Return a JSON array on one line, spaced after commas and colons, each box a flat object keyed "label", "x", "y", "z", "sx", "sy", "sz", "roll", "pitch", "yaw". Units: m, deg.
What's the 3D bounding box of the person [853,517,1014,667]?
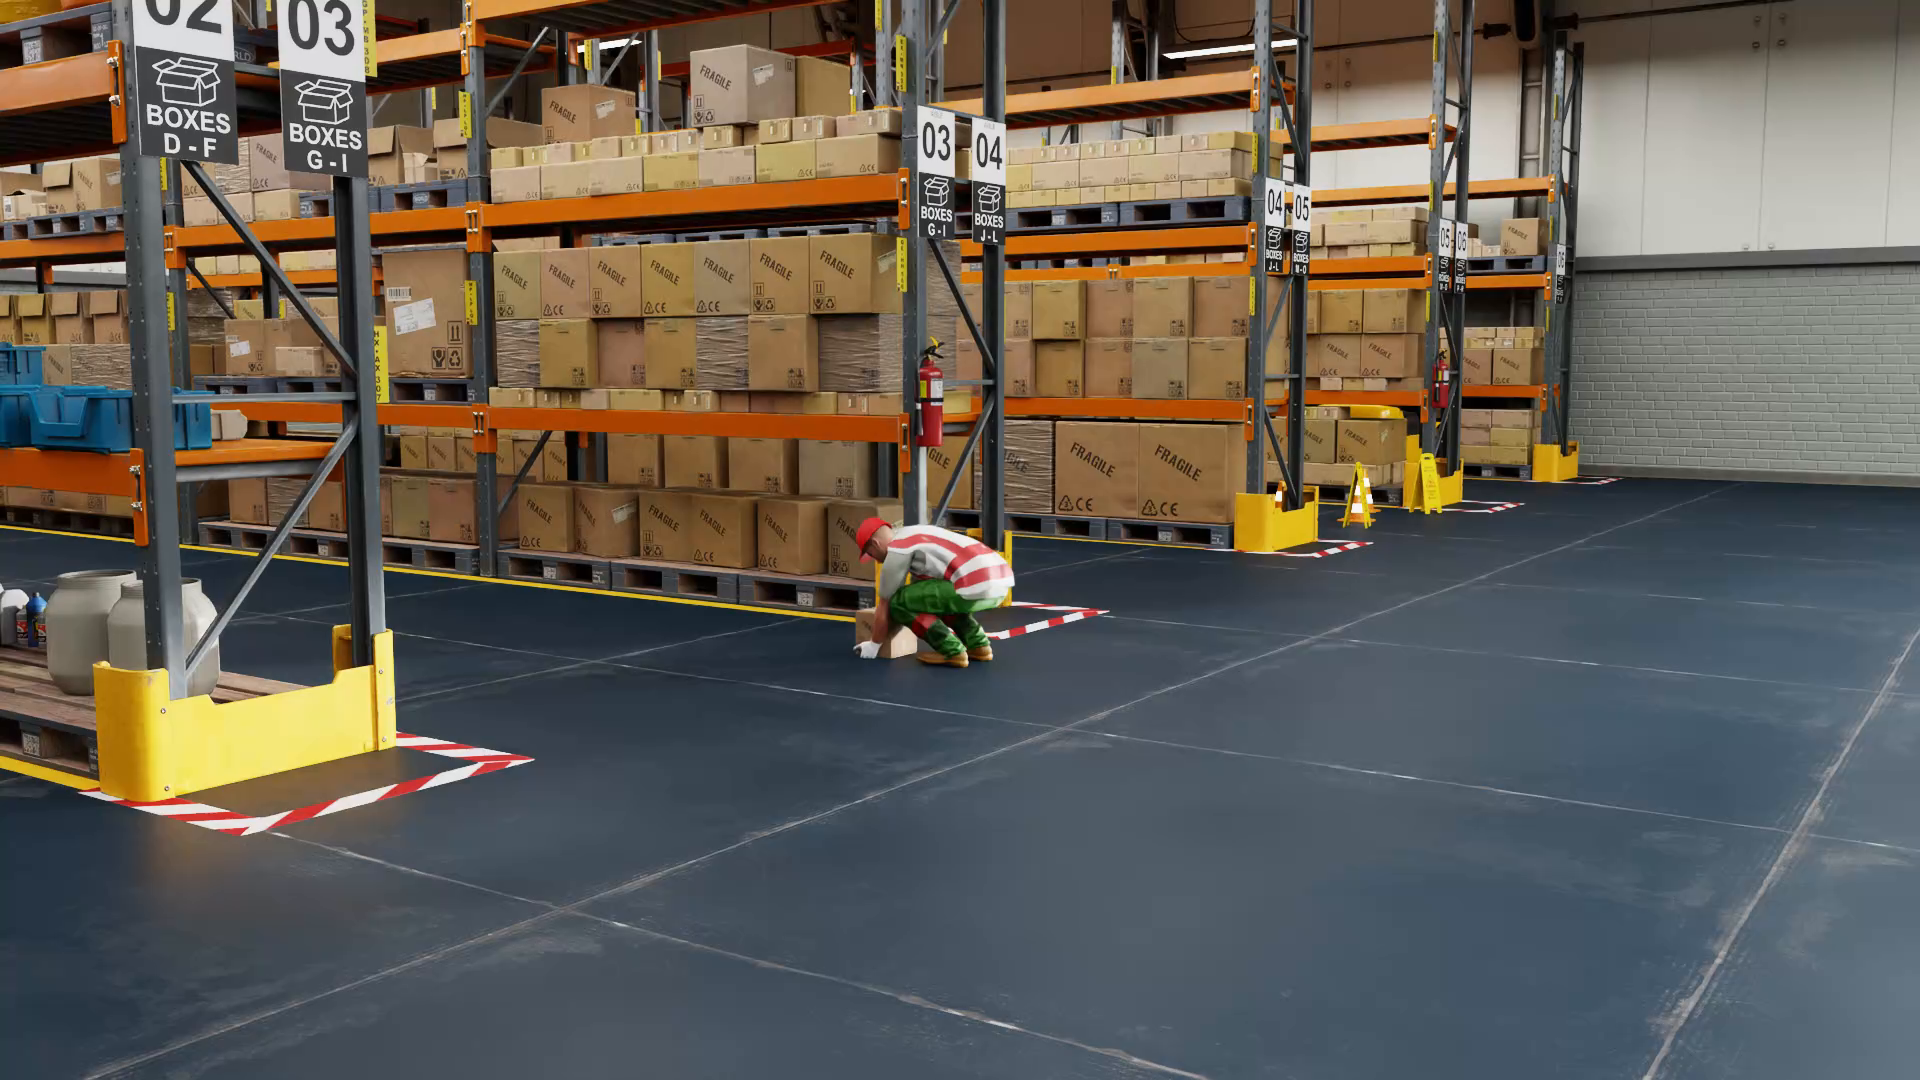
[{"label": "person", "x": -0.161, "y": 0.320, "z": 9.234, "sx": 0.929, "sy": 0.866, "sz": 0.542, "roll": 4, "pitch": 7, "yaw": 33}]
